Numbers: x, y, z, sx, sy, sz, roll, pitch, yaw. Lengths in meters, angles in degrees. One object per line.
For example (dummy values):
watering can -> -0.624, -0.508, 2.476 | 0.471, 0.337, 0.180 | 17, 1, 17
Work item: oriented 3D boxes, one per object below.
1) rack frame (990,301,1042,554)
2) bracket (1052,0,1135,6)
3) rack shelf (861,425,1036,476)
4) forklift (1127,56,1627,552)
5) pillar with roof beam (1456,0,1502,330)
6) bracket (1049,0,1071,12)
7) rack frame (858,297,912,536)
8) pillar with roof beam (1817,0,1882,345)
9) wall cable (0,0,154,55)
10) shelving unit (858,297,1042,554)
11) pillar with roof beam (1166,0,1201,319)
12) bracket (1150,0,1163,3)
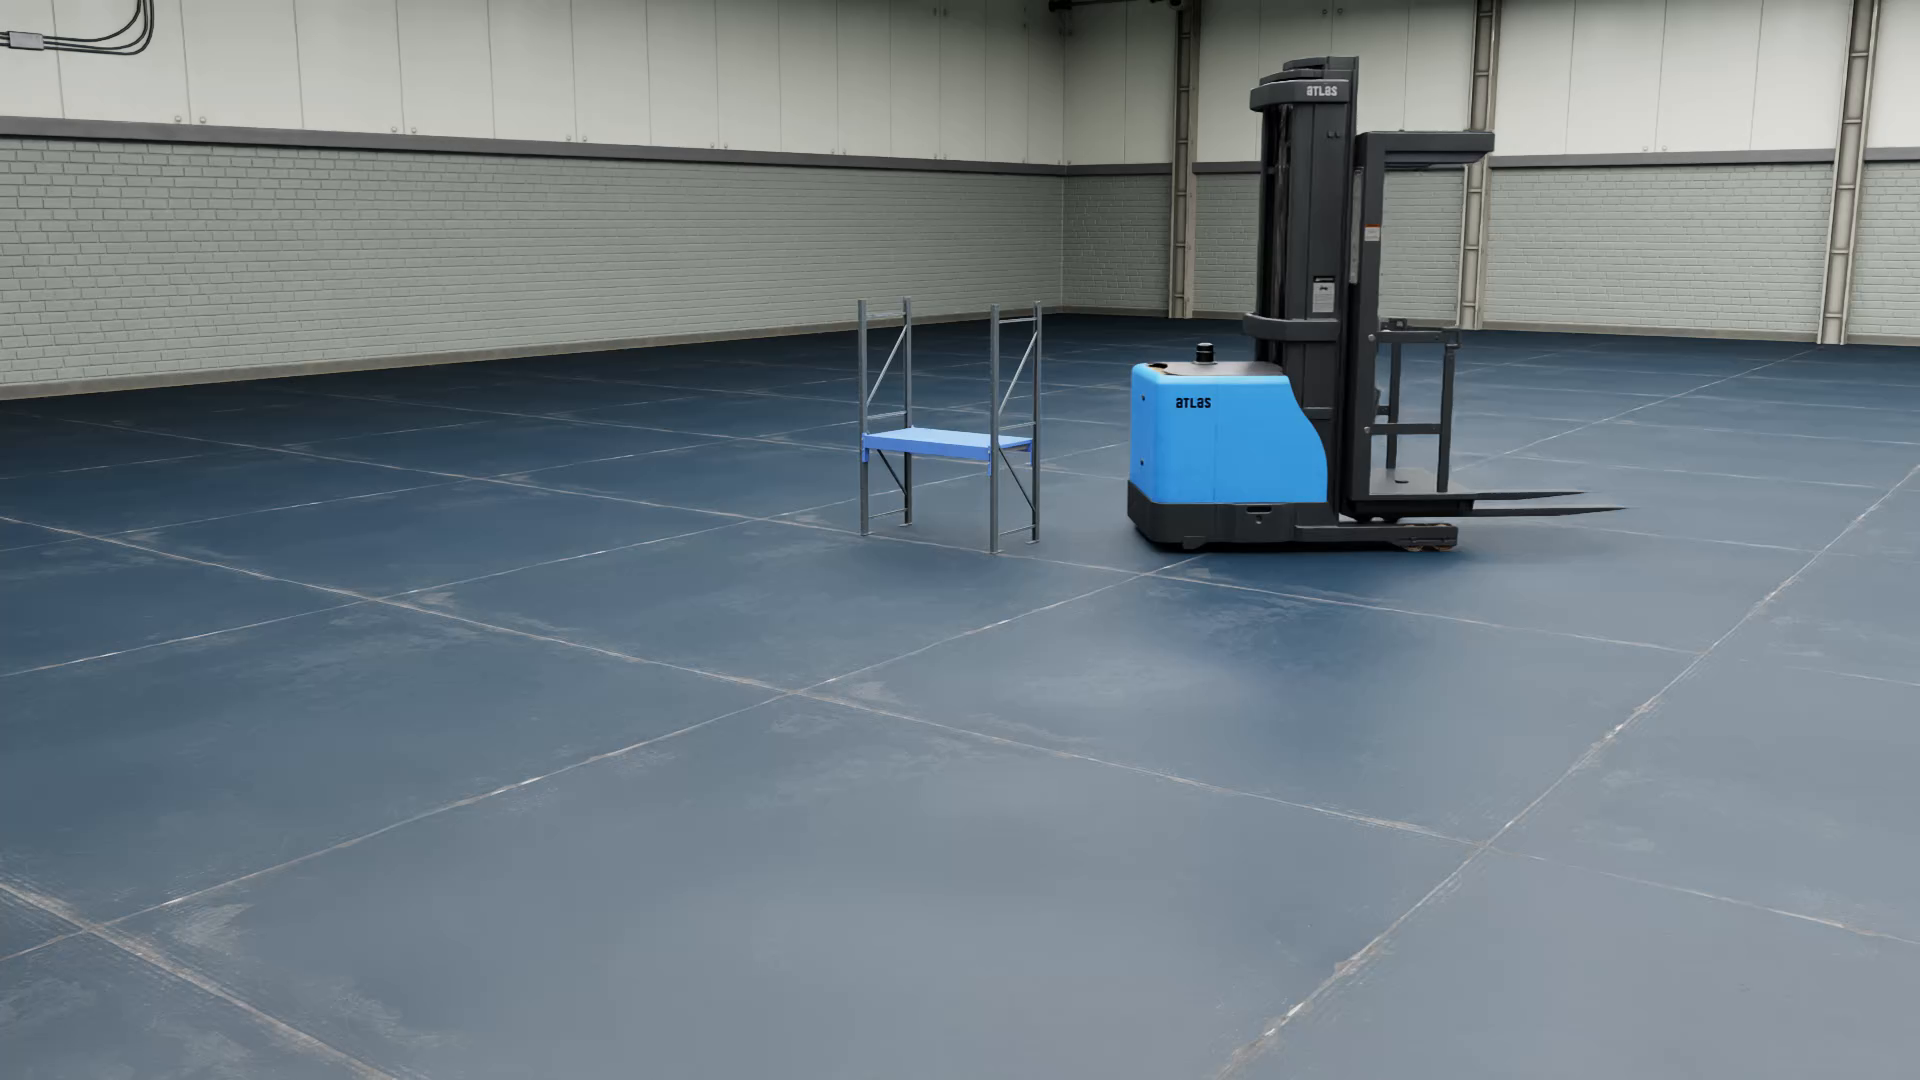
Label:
rack frame -> 0.341, -0.689, 10.141 | 0.032, 1.500, 0.500 | 8, 13, 36
bracket -> 2.539, -10.926, 33.838 | 3.189, 0.066, 0.076 | 8, 13, 36
rack shelf -> -0.069, -0.569, 10.471 | 1.000, 0.185, 0.538 | 8, 13, 36
forklift -> 2.643, -1.467, 10.396 | 3.031, 2.935, 1.130 | -1, 11, -4
pillar with roof beam -> 6.806, -7.633, 26.292 | 0.400, 9.000, 9.100 | 8, 13, 36
bracket -> 2.063, -10.992, 34.181 | 0.430, 0.232, 0.235 | 8, 13, 36
rack frame -> -0.478, -0.803, 10.732 | 0.032, 1.500, 0.500 | 8, 13, 36
pillar with roof beam -> 11.642, -6.958, 22.805 | 0.400, 9.000, 9.100 | 8, 13, 36
wall cable -> -10.087, -7.799, 18.197 | 0.169, 6.003, 2.305 | 8, 13, 36
shelving unit -> -0.069, -0.746, 10.437 | 1.048, 1.500, 0.538 | 8, 13, 36
pillar with roof beam -> 1.970, -8.307, 29.779 | 0.548, 9.000, 9.100 | 8, 13, 36
bracket -> 3.973, -10.726, 32.804 | 0.430, 0.232, 0.235 | 8, 13, 36
